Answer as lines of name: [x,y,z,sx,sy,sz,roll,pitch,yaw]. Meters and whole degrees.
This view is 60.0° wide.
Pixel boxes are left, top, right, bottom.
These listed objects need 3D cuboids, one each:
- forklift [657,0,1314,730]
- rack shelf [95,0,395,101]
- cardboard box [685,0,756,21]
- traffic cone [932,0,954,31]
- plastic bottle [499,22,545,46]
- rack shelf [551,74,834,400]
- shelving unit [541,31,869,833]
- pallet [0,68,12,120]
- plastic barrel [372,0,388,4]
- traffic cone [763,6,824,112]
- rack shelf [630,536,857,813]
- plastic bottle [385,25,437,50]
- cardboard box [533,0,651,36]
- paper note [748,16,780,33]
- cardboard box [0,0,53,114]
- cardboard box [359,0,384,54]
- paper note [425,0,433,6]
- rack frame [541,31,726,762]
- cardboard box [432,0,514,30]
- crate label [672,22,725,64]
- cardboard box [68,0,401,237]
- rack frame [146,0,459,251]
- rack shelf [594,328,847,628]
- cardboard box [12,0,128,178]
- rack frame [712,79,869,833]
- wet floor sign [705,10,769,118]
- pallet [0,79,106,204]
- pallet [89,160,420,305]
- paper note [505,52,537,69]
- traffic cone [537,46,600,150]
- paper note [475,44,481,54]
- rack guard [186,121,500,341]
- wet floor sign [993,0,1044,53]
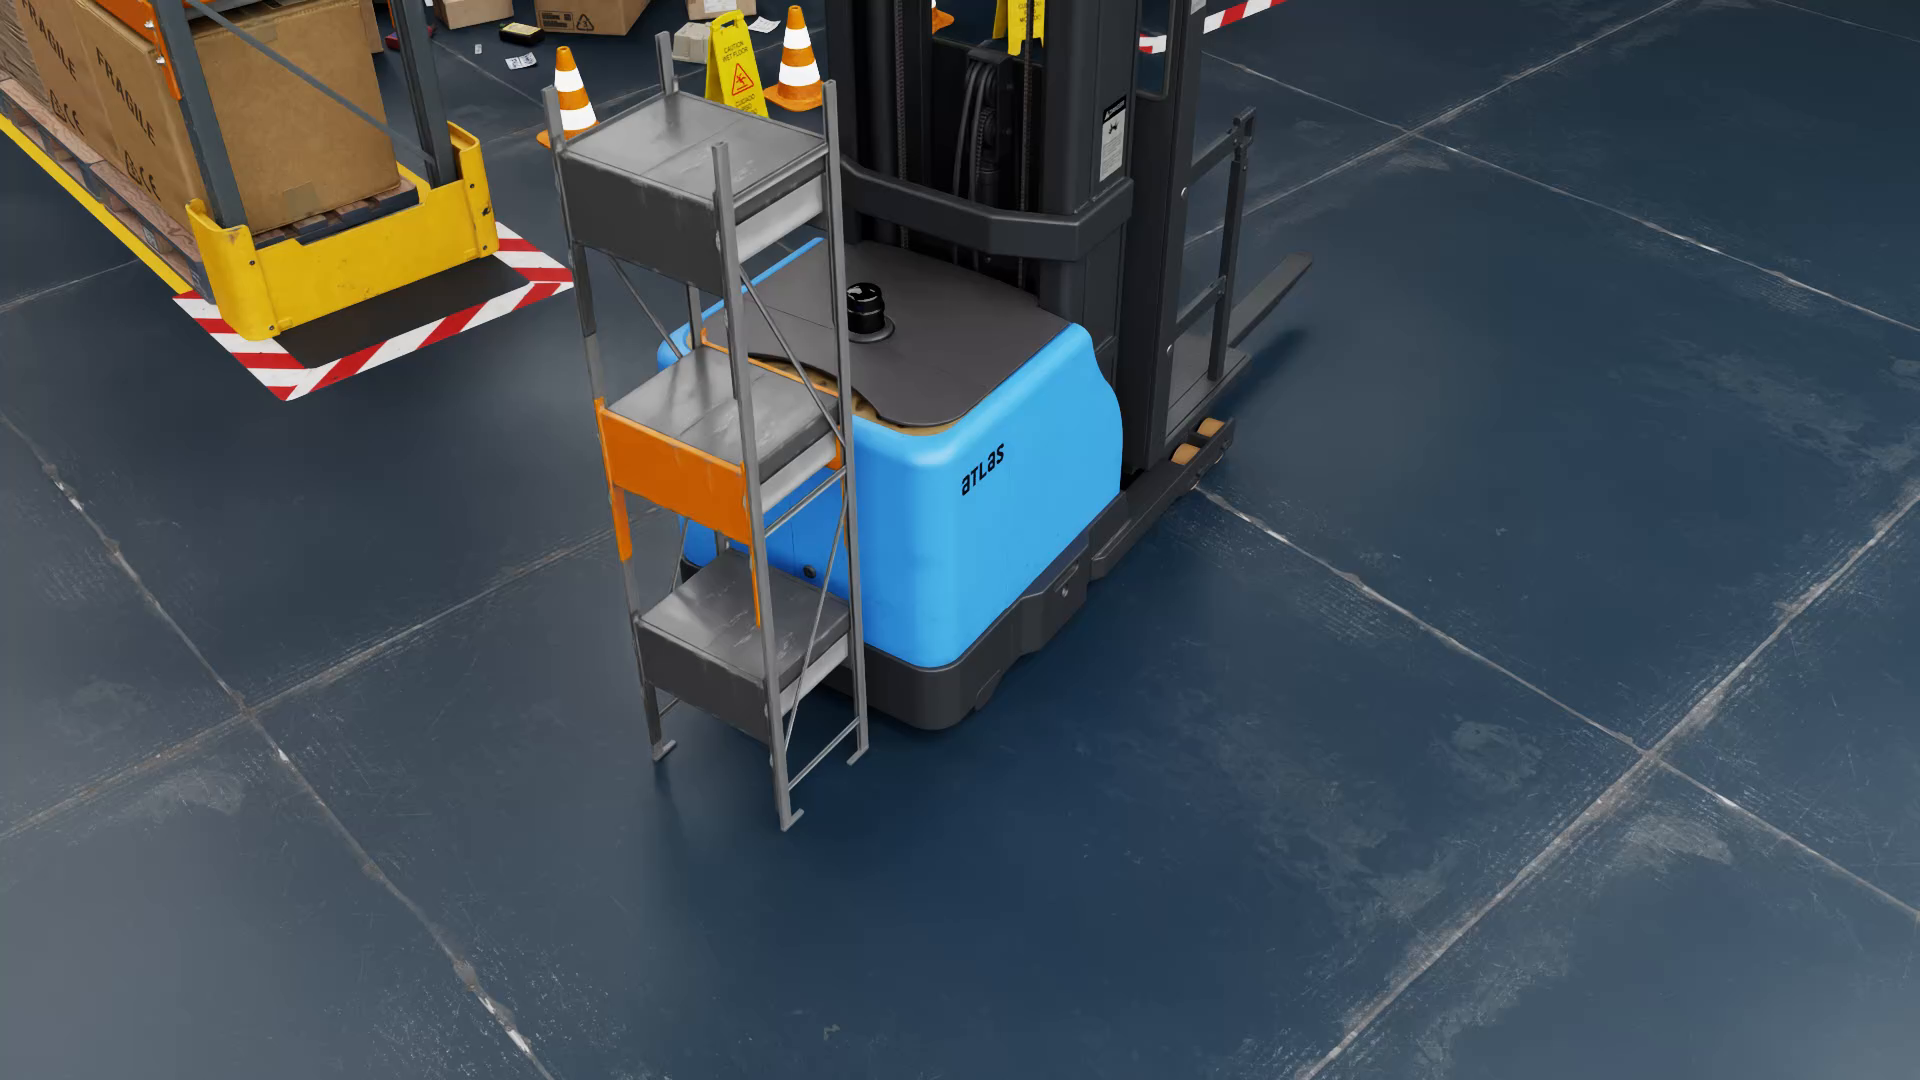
forklift: [0.346,-1.469,5.236,1.130,2.935,3.031,23,44,25]
rack shelf: [-3.923,-2.941,7.577,1.077,0.370,4.000,-30,48,-32]
cardboard box: [-1.366,-3.084,9.451,0.380,0.149,0.250,-8,40,-10]
traffic cone: [-0.233,-3.109,9.232,0.336,0.463,0.334,-30,48,-32]
plastic bottle: [-2.439,-2.792,9.158,0.283,0.061,0.133,18,42,21]
rack shelf: [-0.593,-0.713,3.869,0.480,0.518,0.431,23,44,26]
shelving unit: [-0.593,-0.179,4.300,0.503,2.100,0.431,23,44,26]
pallet: [-4.819,-2.676,8.896,1.003,0.211,1.213,-30,48,-32]
plastic barrel: [-3.378,-3.271,9.463,0.512,0.421,0.421,-2,39,-2]
traffic cone: [-0.821,-2.480,8.453,0.336,0.463,0.334,-30,48,-32]
rack shelf: [-0.593,0.377,4.748,0.480,0.518,0.431,23,44,26]
plastic bottle: [-3.009,-2.775,9.137,0.133,0.061,0.283,18,42,21]
cardboard box: [-2.045,-3.211,9.326,0.637,0.503,0.797,5,39,6]
paper note: [-1.098,-2.882,9.294,0.142,0.019,0.148,18,42,21]
cardboard box: [-4.289,-2.747,8.121,0.875,0.875,0.875,-30,47,-31]
cardboard box: [-3.469,-2.893,8.932,0.500,0.500,0.500,-22,44,-25]
paper note: [-3.009,-3.137,9.617,0.172,0.023,0.155,-15,41,-17]
rack frame: [-0.795,-0.265,4.407,0.015,2.100,0.400,23,44,26]
cardboard box: [-2.756,-3.070,9.340,0.396,0.266,0.258,-22,44,-25]
crate label: [-1.398,-2.691,8.973,0.298,0.136,0.250,11,40,13]
cardboard box: [-3.077,-1.918,7.094,0.875,0.875,0.875,-30,47,-32]
rack frame: [-2.570,-2.295,6.205,1.000,3.000,0.127,-30,48,-32]
rack shelf: [-0.593,-0.168,4.309,0.480,0.518,0.431,23,44,26]
cardboard box: [-3.674,-2.324,7.597,0.875,0.875,0.875,-31,48,-32]
rack frame: [-0.391,-0.092,4.193,0.015,2.100,0.400,23,44,26]
wet floor sign: [-1.092,-2.207,7.970,0.232,0.644,0.267,26,45,28]
pallet: [-3.989,-2.112,8.197,1.003,0.211,1.213,-30,48,-32]
pallet: [-3.168,-1.547,7.498,1.003,0.211,1.213,-30,48,-32]
paper note: [-2.352,-2.567,8.906,0.144,0.017,0.142,-15,41,-17]
traffic cone: [-1.883,-2.158,8.053,0.336,0.463,0.334,-30,48,-32]
paper note: [-2.622,-2.673,9.051,0.032,0.001,0.123,-8,40,-10]
rack guard: [-2.554,-1.312,6.976,1.175,0.500,0.348,-30,48,-32]
wet floor sign: [0.348,-2.987,8.935,0.267,0.644,0.232,-15,41,-17]
